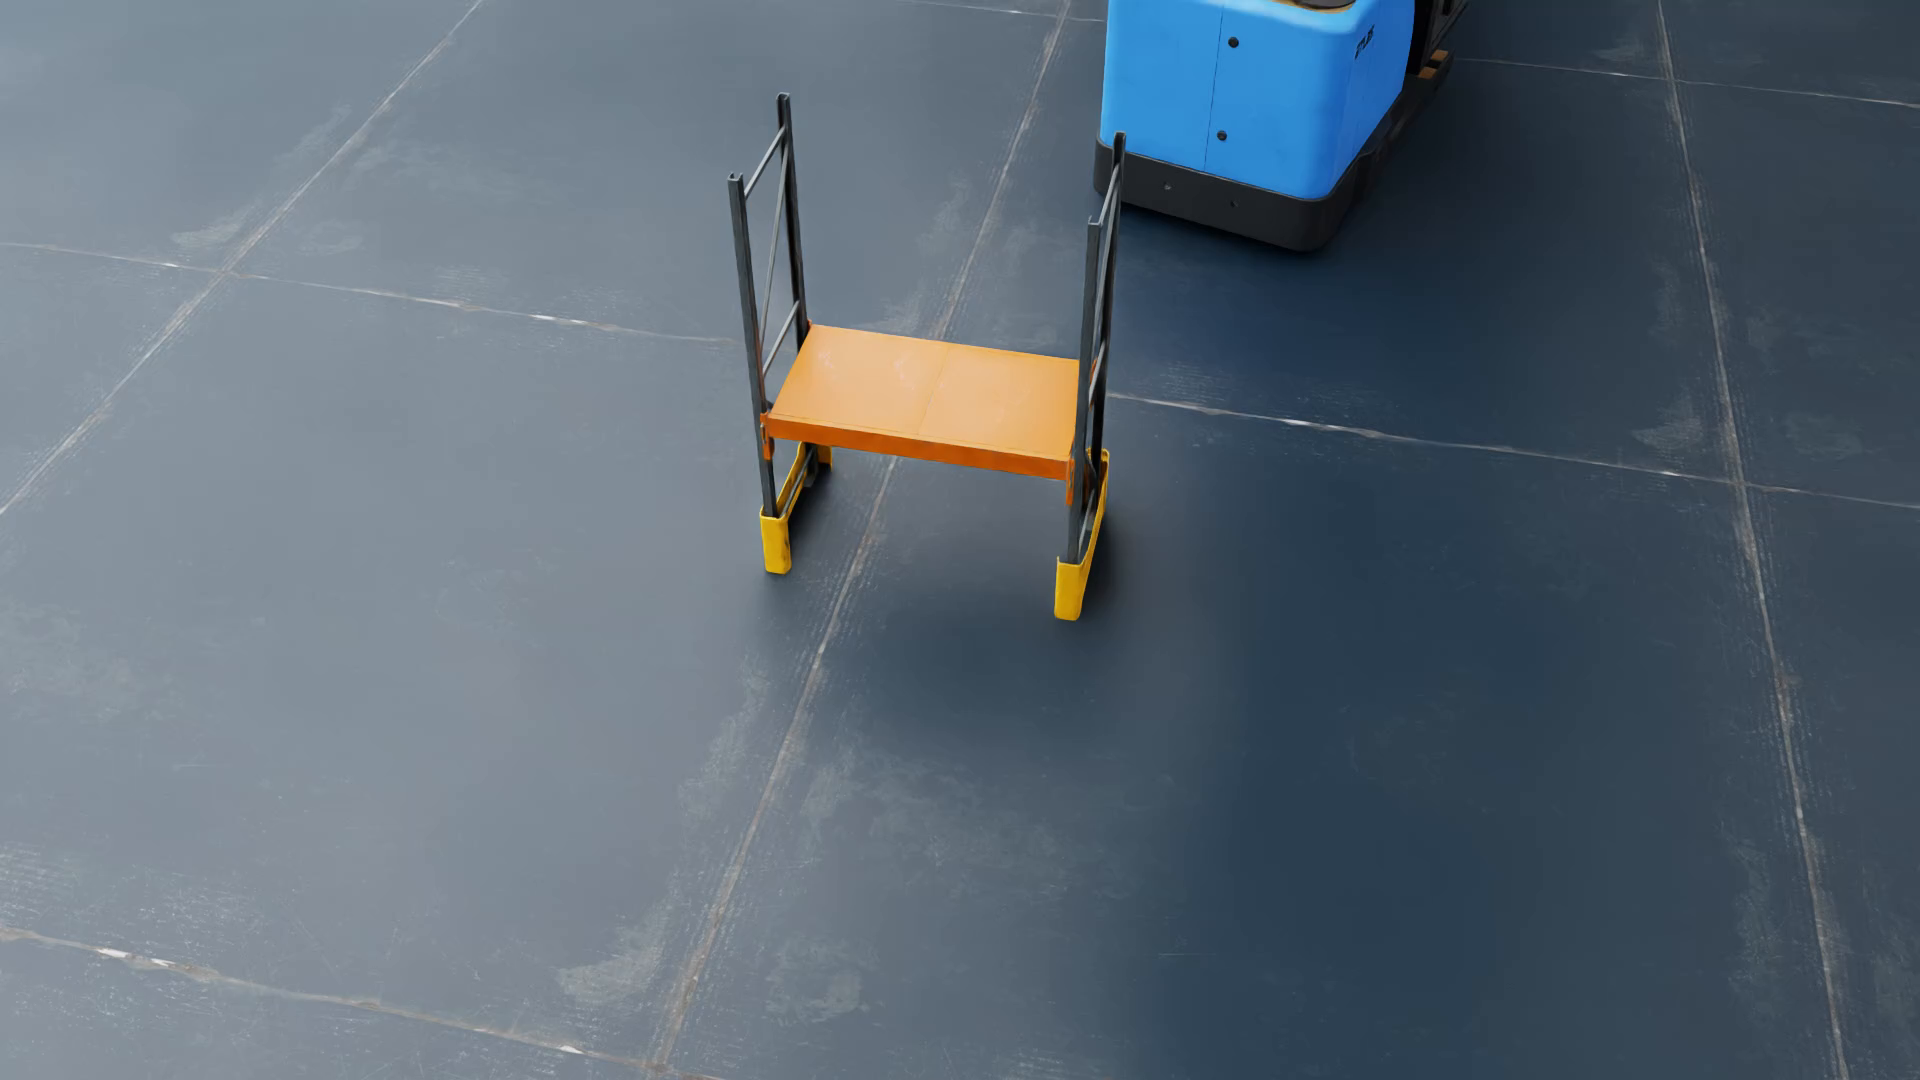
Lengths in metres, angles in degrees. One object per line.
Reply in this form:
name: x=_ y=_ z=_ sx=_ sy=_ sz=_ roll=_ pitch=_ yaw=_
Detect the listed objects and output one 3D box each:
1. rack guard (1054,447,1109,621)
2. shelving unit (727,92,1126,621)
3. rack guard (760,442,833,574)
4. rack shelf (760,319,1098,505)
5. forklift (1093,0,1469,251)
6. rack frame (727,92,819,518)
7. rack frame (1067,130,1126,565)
rack guard: x=0.412 y=-0.026 z=5.597 sx=0.087 sy=0.250 sz=0.587 roll=9 pitch=45 yaw=9
shelving unit: x=-0.074 y=-0.552 z=5.242 sx=1.083 sy=1.500 sz=0.587 roll=9 pitch=45 yaw=9
rack guard: x=-0.560 y=-0.177 z=5.754 sx=0.087 sy=0.250 sz=0.587 roll=9 pitch=45 yaw=9
rack shelf: x=-0.083 y=-0.424 z=5.368 sx=1.000 sy=0.185 sz=0.538 roll=9 pitch=45 yaw=9
forklift: x=1.724 y=-3.272 z=7.035 sx=1.130 sy=2.935 sz=3.031 roll=21 pitch=48 yaw=20
rack frame: x=-0.579 y=-0.630 z=5.323 sx=0.032 sy=1.500 sz=0.500 roll=9 pitch=45 yaw=9
rack frame: x=0.413 y=-0.476 z=5.163 sx=0.032 sy=1.500 sz=0.500 roll=9 pitch=45 yaw=9
